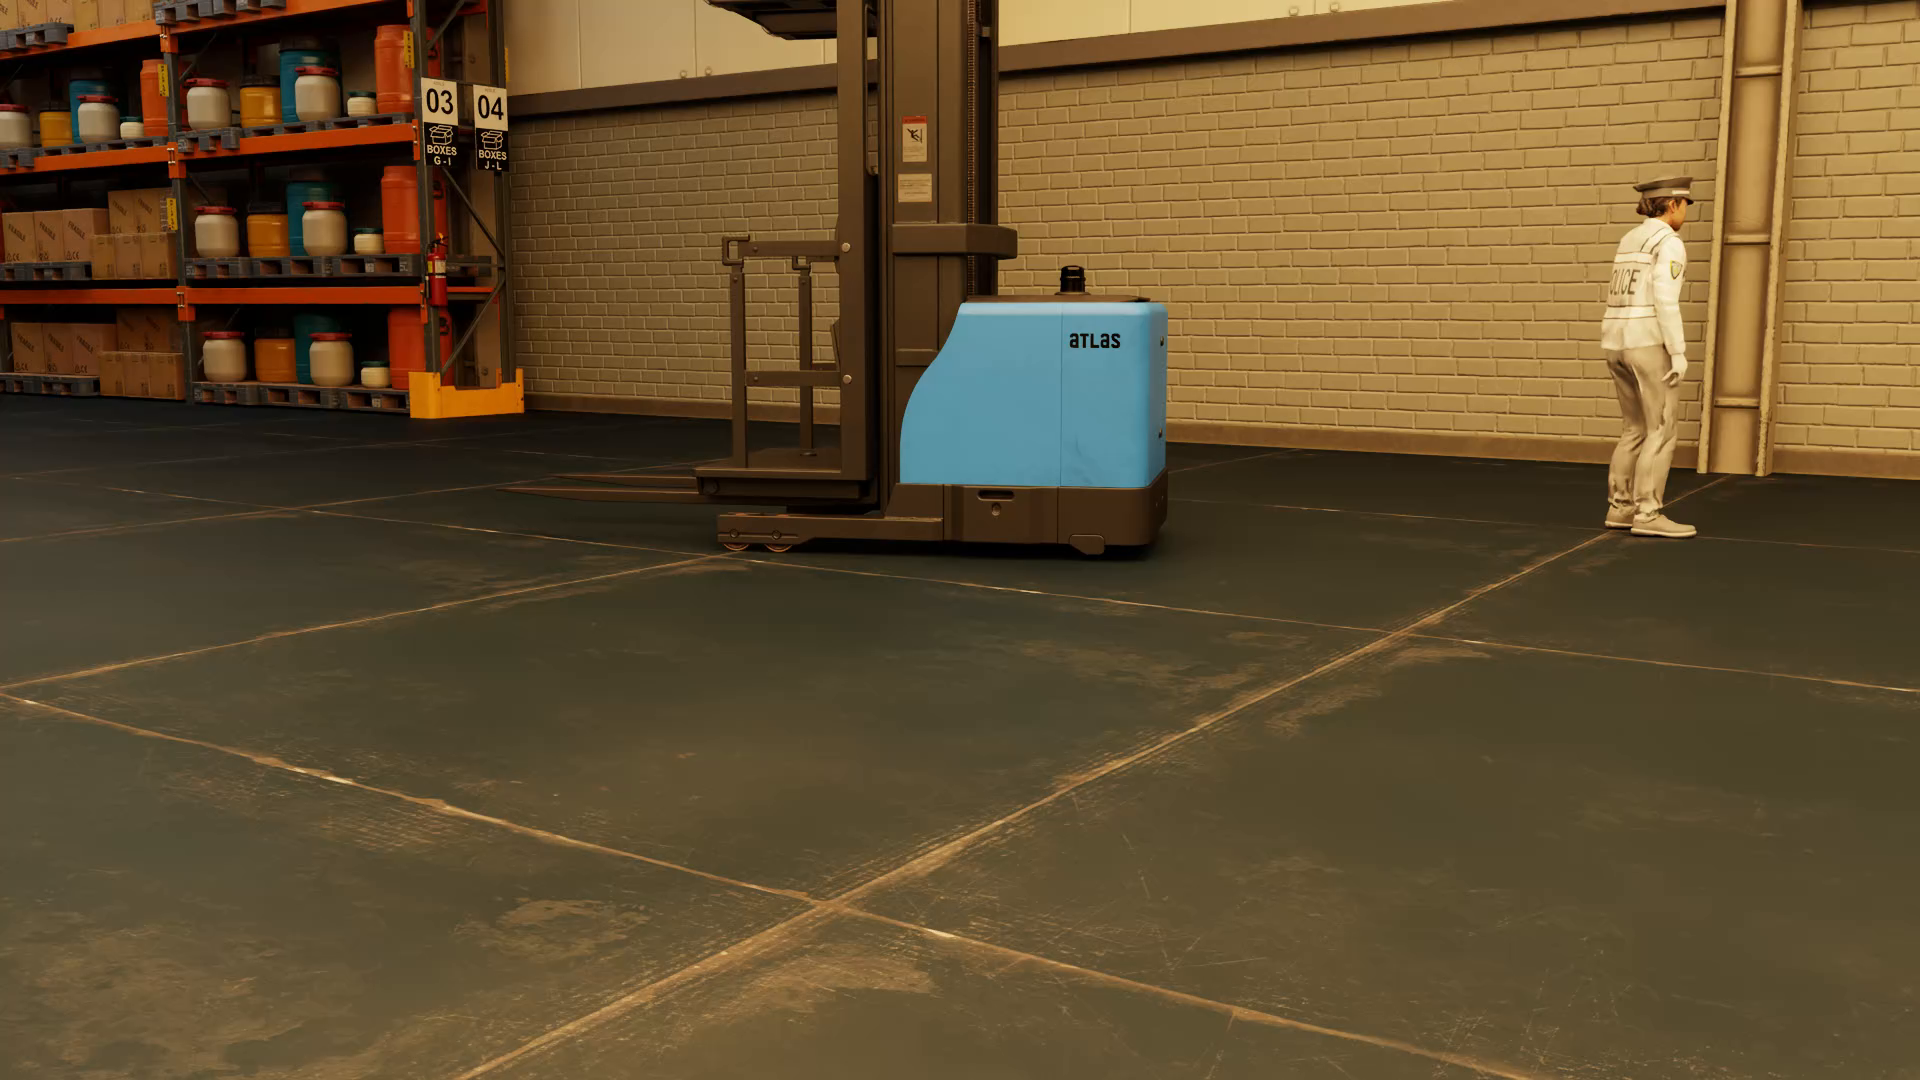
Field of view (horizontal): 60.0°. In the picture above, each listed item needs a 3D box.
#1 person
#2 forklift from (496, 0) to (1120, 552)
[{"bbox_3d":[3.219,-0.863,7.777,0.373,1.661,0.522,-1,8,-7],"label":"person"},{"bbox_3d":[-0.595,-1.469,7.524,3.031,2.935,1.121,2,8,12],"label":"forklift"}]
